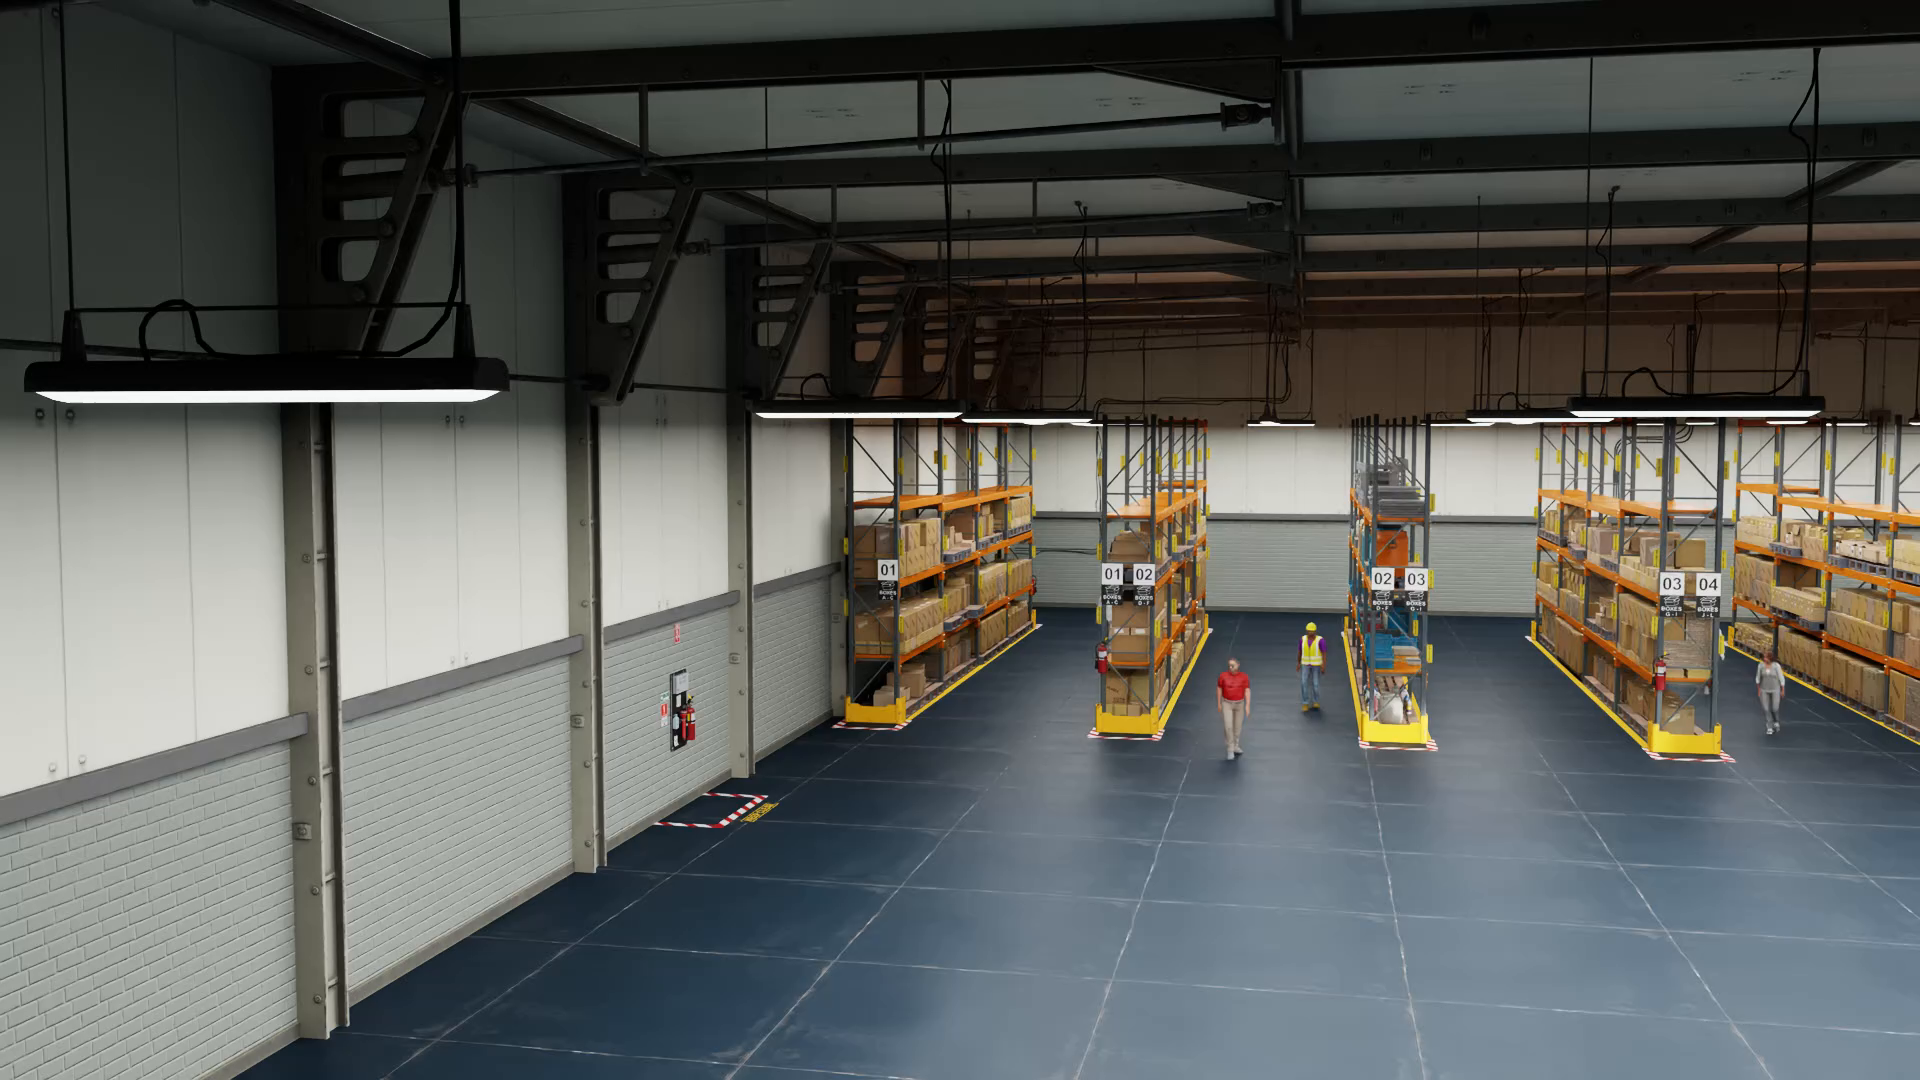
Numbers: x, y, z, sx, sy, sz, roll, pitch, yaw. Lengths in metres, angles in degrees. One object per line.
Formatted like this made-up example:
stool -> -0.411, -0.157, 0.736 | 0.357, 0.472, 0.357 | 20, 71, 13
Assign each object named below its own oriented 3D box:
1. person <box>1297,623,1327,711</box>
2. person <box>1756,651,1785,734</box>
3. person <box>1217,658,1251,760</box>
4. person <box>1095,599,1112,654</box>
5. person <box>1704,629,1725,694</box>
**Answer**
person -> 7.184, 2.589, 34.010 | 0.643, 1.805, 0.603 | 2, 4, 28
person -> 15.245, 2.859, 31.276 | 0.498, 1.579, 0.455 | 3, 5, 35
person -> 4.803, 2.957, 29.127 | 0.556, 1.791, 0.726 | 0, 4, -1
person -> 3.755, 2.026, 42.351 | 0.608, 1.711, 1.069 | 1, 4, 15
person -> 16.312, 2.504, 36.116 | 0.528, 1.723, 0.516 | 1, 4, 12
